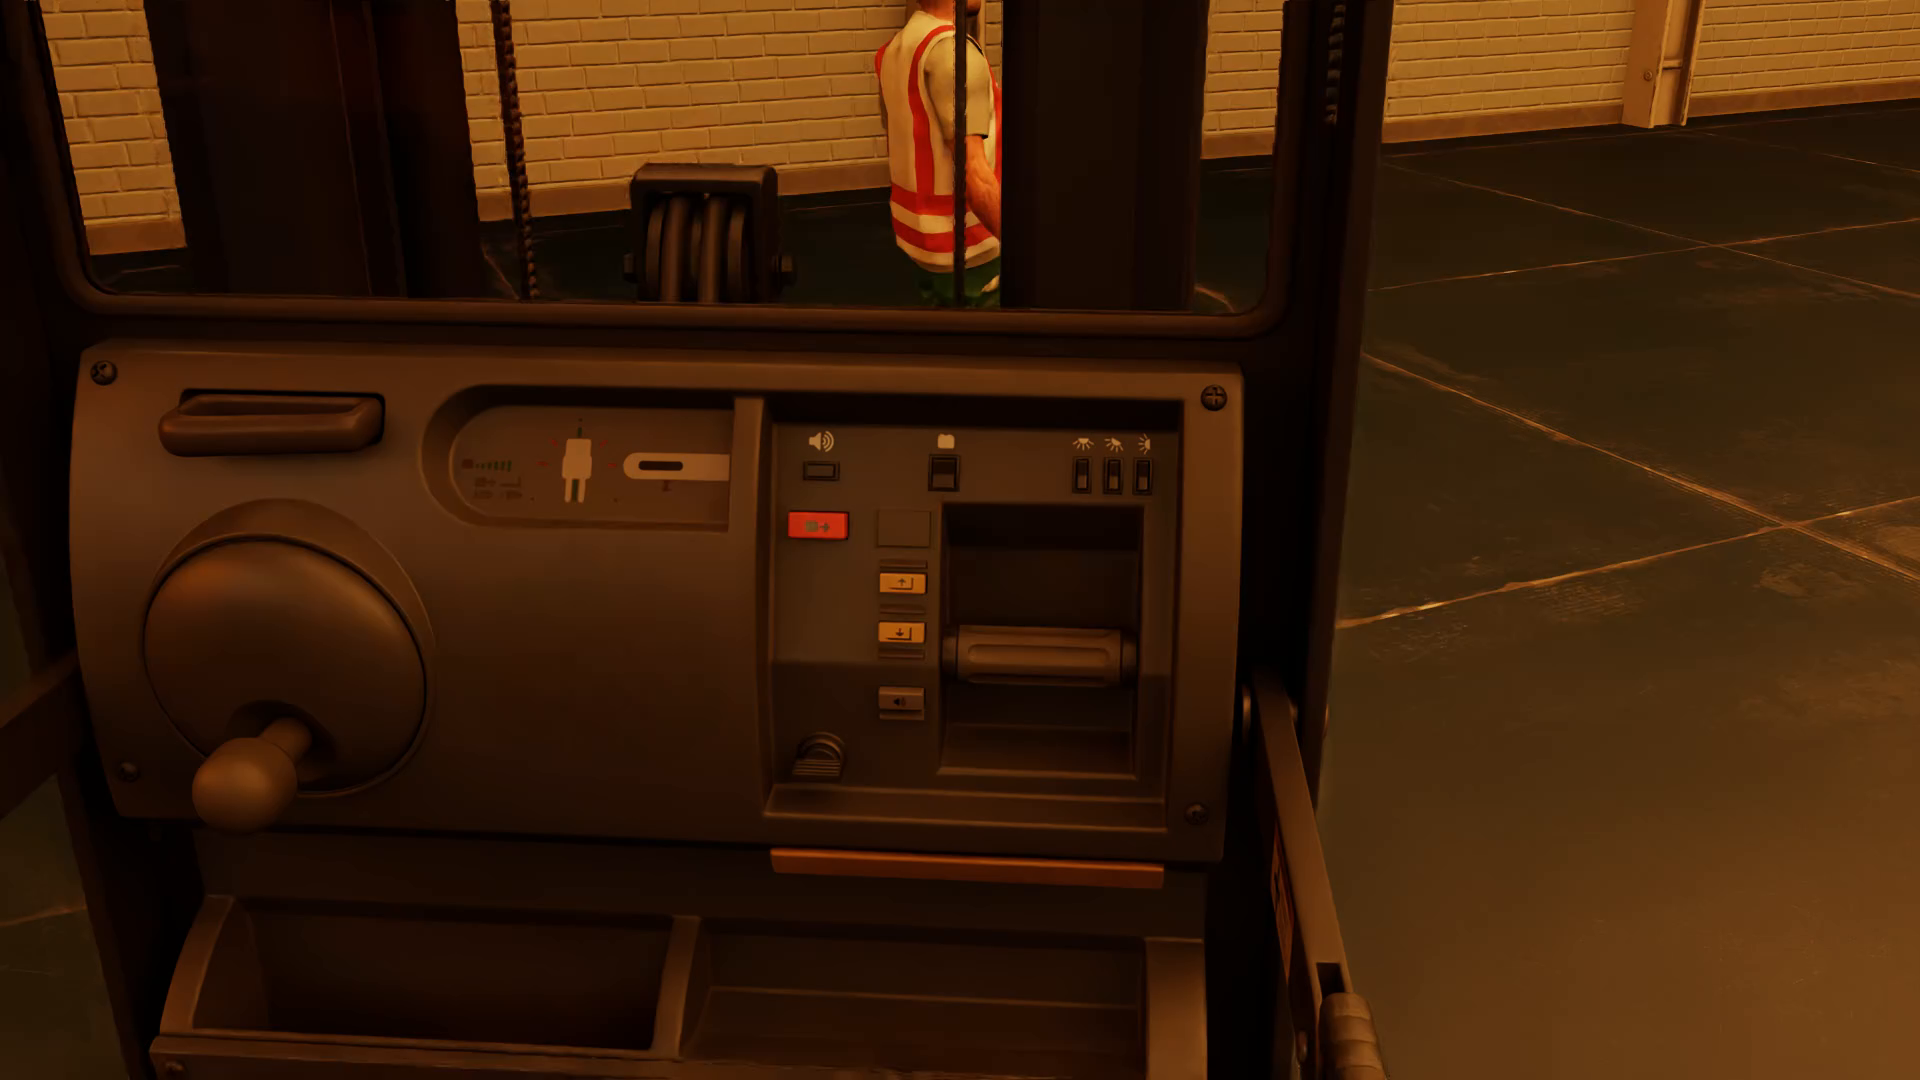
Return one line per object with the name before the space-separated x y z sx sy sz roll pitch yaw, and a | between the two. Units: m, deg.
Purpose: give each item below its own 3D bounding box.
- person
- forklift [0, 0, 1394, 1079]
person | 0.078 -0.842 4.782 0.562 1.790 0.637 -10 25 -23
forklift | -0.261 0.067 1.124 1.130 2.935 3.031 2 23 4
